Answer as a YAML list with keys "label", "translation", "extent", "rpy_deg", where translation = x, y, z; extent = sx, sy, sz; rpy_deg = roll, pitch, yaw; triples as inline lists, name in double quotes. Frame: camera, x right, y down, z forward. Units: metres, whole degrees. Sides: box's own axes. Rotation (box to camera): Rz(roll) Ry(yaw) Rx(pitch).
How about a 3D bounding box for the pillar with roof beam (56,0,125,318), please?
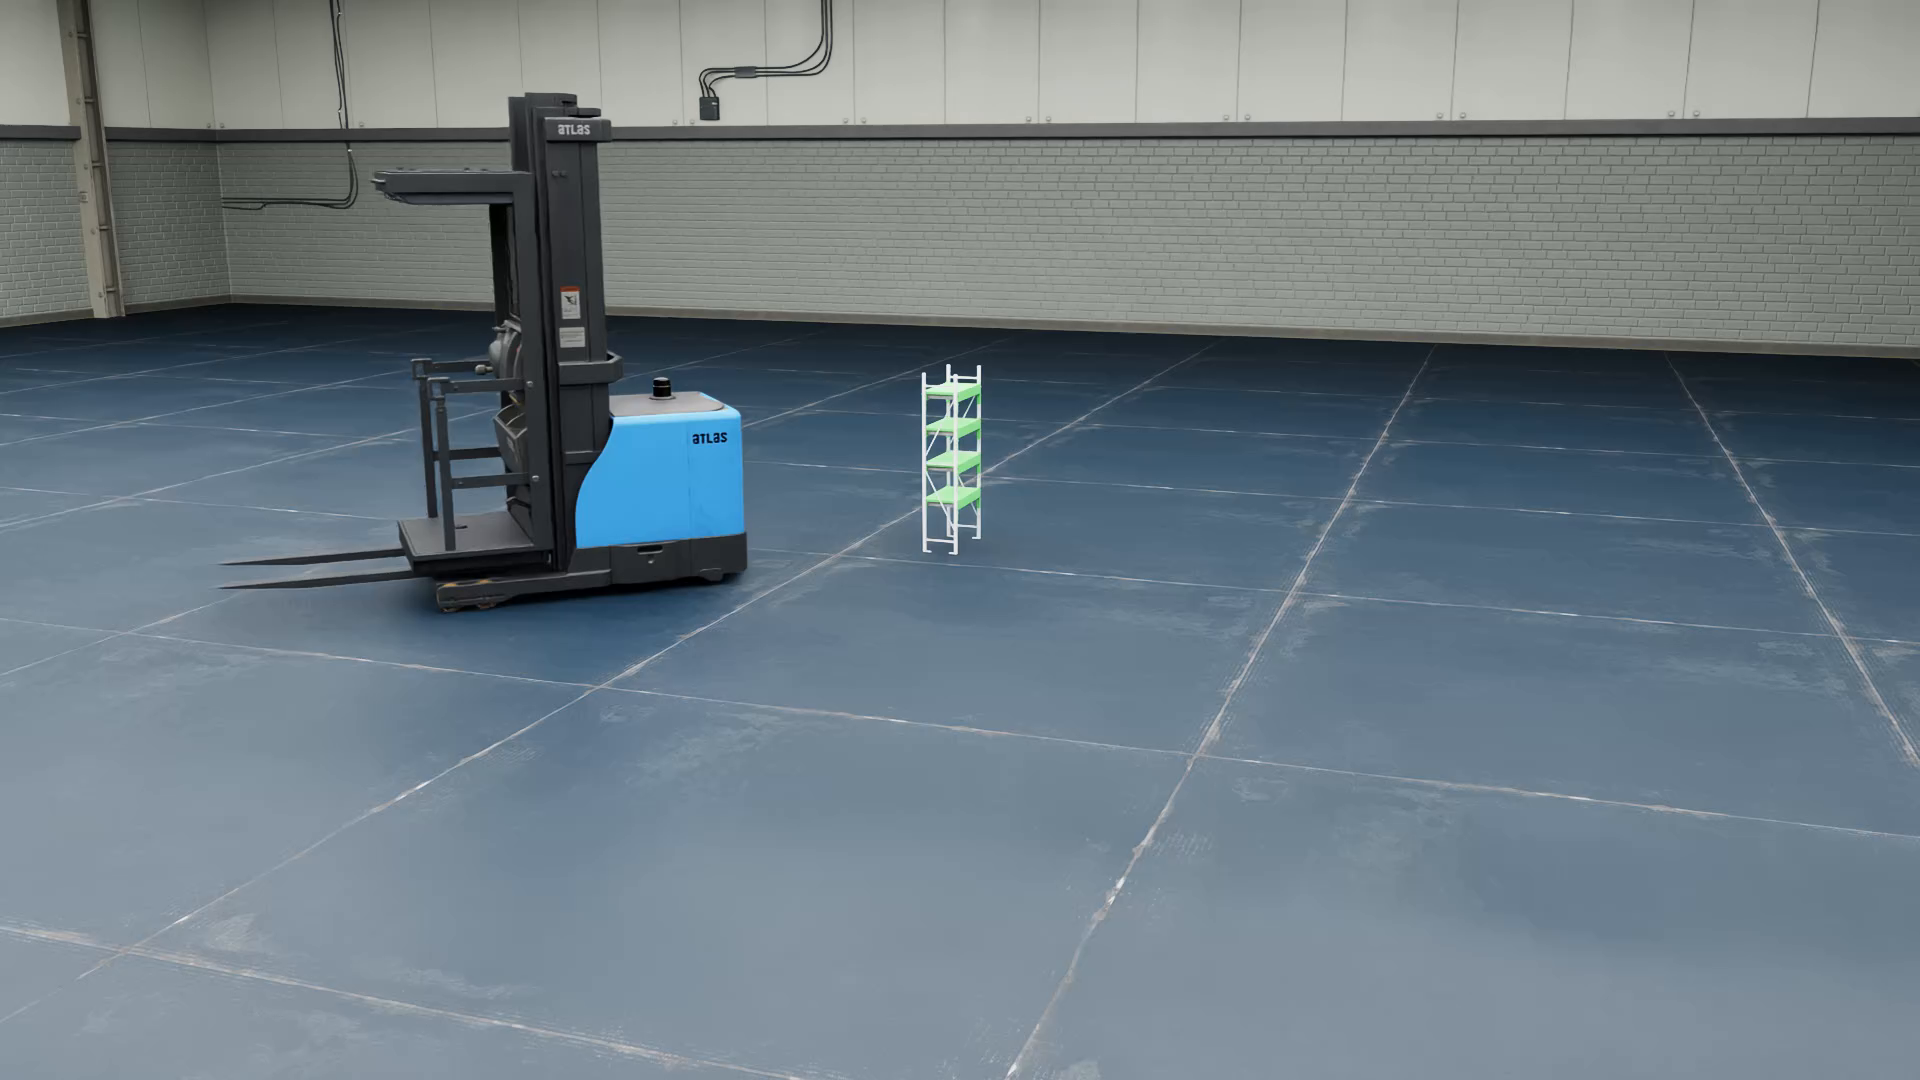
- label: "pillar with roof beam"
  translation: [-10.200, -7.822, 25.535]
  extent: [9.100, 9.000, 0.400]
  rpy_deg: [4, 14, 18]

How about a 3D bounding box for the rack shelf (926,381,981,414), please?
- label: "rack shelf"
  translation: [-0.054, -0.956, 11.109]
  extent: [0.258, 0.148, 0.480]
  rpy_deg: [4, 14, 18]

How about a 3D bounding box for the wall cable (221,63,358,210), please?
- label: "wall cable"
  translation: [-12.069, -7.143, 29.539]
  extent: [3.097, 2.526, 0.112]
  rpy_deg: [4, 14, 18]

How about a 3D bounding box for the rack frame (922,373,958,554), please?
- label: "rack frame"
  translation: [-0.133, -0.499, 10.977]
  extent: [0.240, 1.200, 0.015]
  rpy_deg: [4, 14, 18]

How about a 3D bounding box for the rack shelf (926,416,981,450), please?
- label: "rack shelf"
  translation: [-0.054, -0.722, 11.163]
  extent: [0.258, 0.148, 0.480]
  rpy_deg: [4, 14, 18]

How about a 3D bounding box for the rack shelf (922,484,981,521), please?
- label: "rack shelf"
  translation: [-0.054, -0.254, 11.269]
  extent: [0.258, 0.148, 0.480]
  rpy_deg: [4, 14, 18]

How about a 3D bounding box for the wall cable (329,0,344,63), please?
- label: "wall cable"
  translation: [-9.510, -9.411, 28.124]
  extent: [3.097, 2.526, 0.112]
  rpy_deg: [4, 14, 18]

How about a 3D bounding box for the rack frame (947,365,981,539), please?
- label: "rack frame"
  translation: [0.025, -0.601, 11.427]
  extent: [0.240, 1.200, 0.015]
  rpy_deg: [4, 14, 18]

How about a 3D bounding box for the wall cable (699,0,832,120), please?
- label: "wall cable"
  translation: [-3.092, -9.628, 25.806]
  extent: [2.305, 6.003, 0.169]
  rpy_deg: [4, 14, 18]

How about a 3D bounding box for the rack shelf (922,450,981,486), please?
- label: "rack shelf"
  translation: [-0.054, -0.488, 11.216]
  extent: [0.258, 0.148, 0.480]
  rpy_deg: [4, 14, 18]

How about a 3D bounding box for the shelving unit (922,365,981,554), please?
- label: "shelving unit"
  translation: [-0.054, -0.550, 11.202]
  extent: [0.258, 1.200, 0.503]
  rpy_deg: [4, 14, 18]

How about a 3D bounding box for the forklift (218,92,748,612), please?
- label: "forklift"
  translation: [-2.893, -1.144, 9.912]
  extent: [3.031, 2.935, 1.130]
  rpy_deg: [-5, 14, -22]
